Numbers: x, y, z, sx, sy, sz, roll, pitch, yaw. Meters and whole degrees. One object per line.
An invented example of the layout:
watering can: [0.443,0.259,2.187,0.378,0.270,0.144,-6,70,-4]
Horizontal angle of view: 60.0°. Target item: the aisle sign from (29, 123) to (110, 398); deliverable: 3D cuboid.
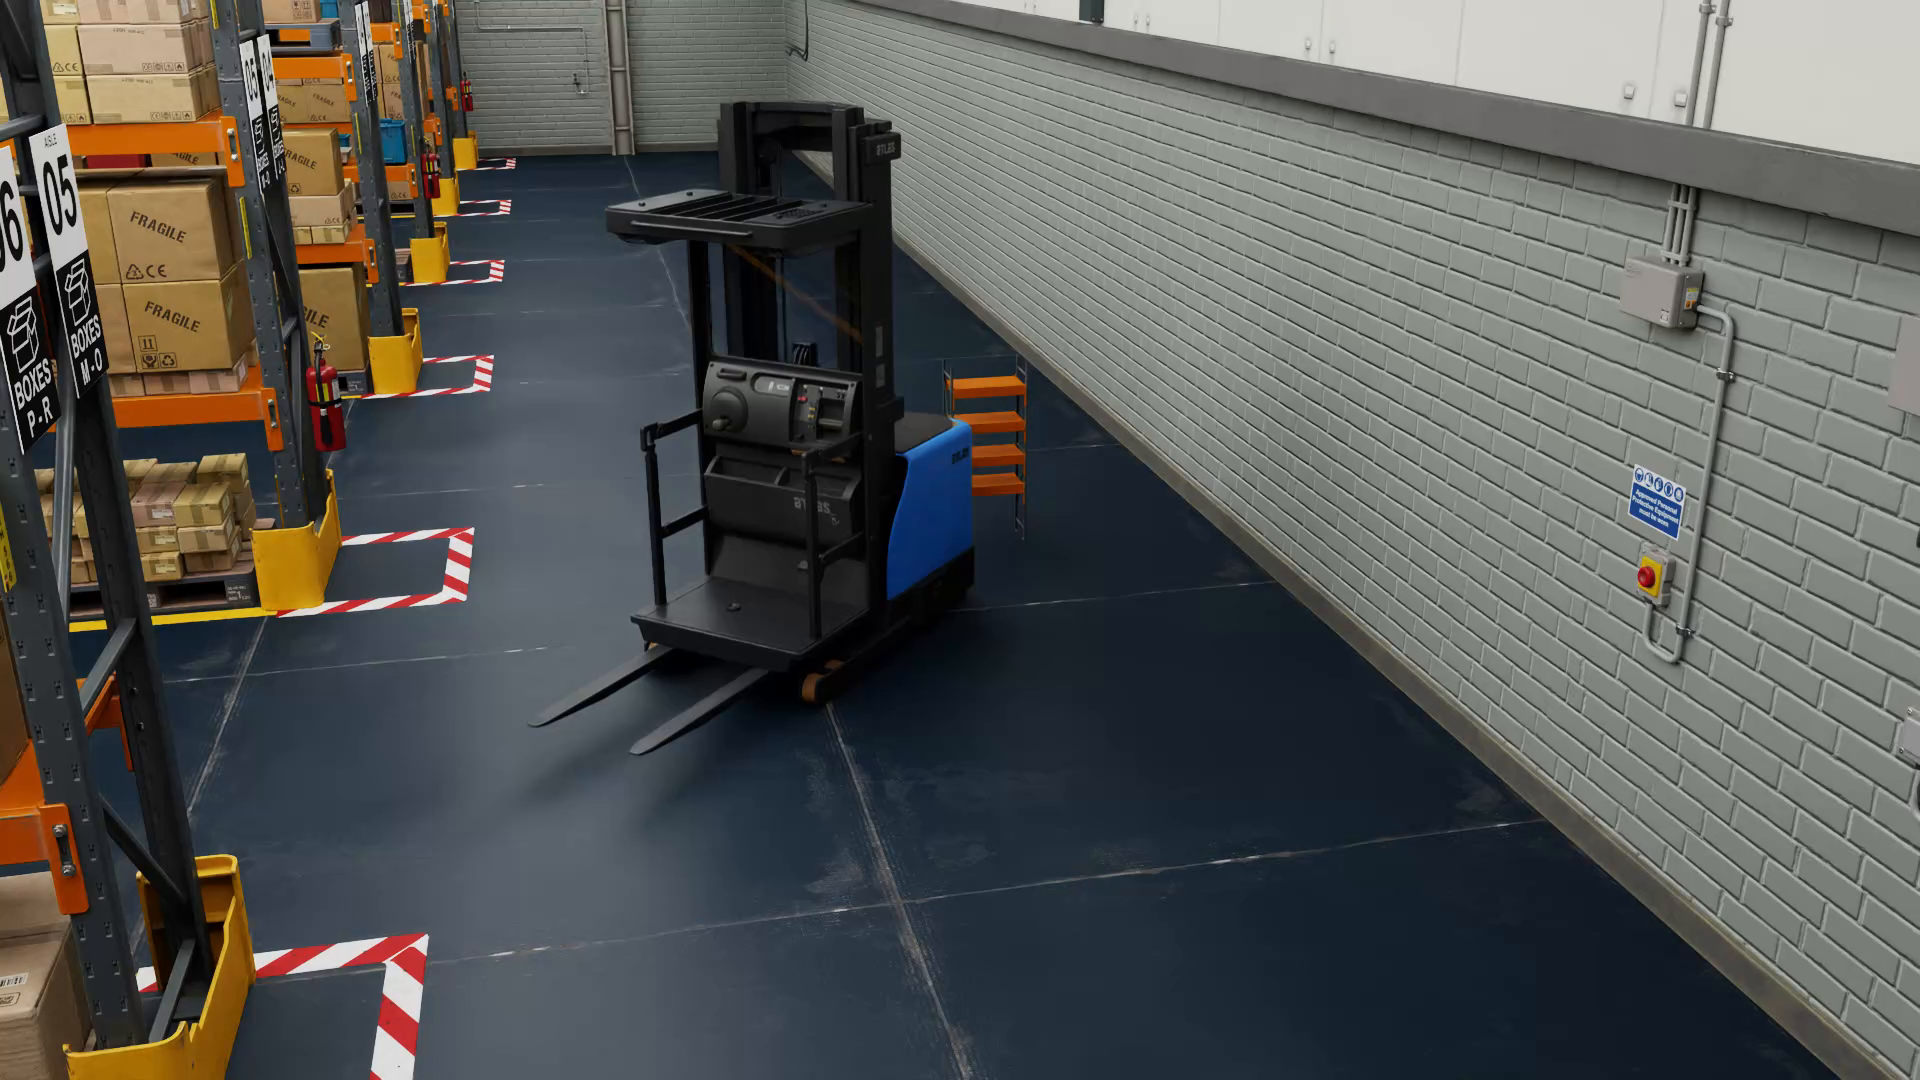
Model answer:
aisle sign: [-2.766,-0.873,5.178,0.004,0.787,0.394,-5,21,-12]

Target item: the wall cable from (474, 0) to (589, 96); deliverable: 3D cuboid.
wall cable: [-7.441,-8.736,28.945,1.851,1.984,0.084,-5,21,-12]

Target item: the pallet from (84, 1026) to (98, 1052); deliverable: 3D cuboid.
pallet: [-3.530,1.849,5.580,1.213,0.211,1.003,-5,21,-12]

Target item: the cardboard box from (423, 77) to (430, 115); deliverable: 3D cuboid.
cardboard box: [-7.818,-6.283,23.581,0.500,0.500,0.500,-4,21,-11]

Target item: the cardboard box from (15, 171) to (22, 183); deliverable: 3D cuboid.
cardboard box: [-5.506,-1.832,9.544,0.500,0.500,0.500,-5,21,-14]

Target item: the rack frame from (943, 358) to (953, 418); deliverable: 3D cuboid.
rack frame: [-0.076,-0.557,10.711,0.015,1.200,0.240,-5,21,-12]

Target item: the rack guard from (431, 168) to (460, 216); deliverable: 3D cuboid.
rack guard: [-7.400,-5.003,23.867,0.348,0.500,1.175,-5,21,-12]

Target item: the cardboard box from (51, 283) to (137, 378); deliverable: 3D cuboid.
cardboard box: [-4.888,-1.225,9.339,0.500,0.500,0.500,-5,21,-13]

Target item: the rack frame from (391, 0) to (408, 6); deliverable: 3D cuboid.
rack frame: [-6.190,-7.342,17.894,0.127,3.000,1.000,-5,21,-12]

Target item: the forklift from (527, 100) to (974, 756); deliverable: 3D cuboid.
forklift: [-1.052,-0.697,8.576,1.130,2.935,3.031,10,23,26]

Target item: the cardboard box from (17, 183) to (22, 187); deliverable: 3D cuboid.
cardboard box: [-5.392,-1.651,9.049,0.500,0.500,0.500,-4,20,-10]

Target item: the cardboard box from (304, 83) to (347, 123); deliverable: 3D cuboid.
cardboard box: [-8.690,-6.024,22.872,0.500,0.500,0.500,-4,21,-12]

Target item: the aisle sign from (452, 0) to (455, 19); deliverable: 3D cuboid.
aisle sign: [-8.330,-8.967,27.273,0.004,0.787,0.394,-5,21,-12]

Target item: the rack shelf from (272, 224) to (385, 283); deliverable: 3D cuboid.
rack shelf: [-6.996,-2.371,14.092,4.000,0.370,1.077,-5,21,-12]

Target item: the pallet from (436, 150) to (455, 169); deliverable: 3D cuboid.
pallet: [-9.230,-6.442,28.214,1.213,0.211,1.003,-5,21,-12]

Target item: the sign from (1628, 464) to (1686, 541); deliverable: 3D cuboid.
sign: [2.761,-0.152,6.595,0.001,0.218,0.327,-5,21,-12]

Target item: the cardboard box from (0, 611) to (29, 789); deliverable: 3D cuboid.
cardboard box: [-3.178,0.530,4.981,0.500,0.500,0.500,-5,21,-12]

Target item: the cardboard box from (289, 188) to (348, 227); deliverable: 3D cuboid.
cardboard box: [-5.461,-2.809,14.028,0.500,0.250,0.500,-5,21,-13]

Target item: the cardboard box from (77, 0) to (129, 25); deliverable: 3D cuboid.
cardboard box: [-4.521,-2.840,8.878,0.250,0.149,0.380,-4,21,-12]

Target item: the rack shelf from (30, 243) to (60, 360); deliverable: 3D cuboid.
rack shelf: [-4.716,-0.462,4.520,4.000,0.370,1.077,-5,21,-12]

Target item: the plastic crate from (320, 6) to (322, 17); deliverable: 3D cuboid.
plastic crate: [-7.084,-5.660,17.973,0.336,0.188,0.450,-5,21,-12]

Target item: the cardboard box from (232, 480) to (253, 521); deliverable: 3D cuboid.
cardboard box: [-4.576,-0.241,10.334,0.250,0.149,0.380,-4,20,-10]

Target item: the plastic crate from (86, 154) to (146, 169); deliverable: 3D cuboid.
plastic crate: [-9.156,-4.253,18.004,0.583,0.464,0.402,-5,21,-12]

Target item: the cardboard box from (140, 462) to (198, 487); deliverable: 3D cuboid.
cardboard box: [-4.836,-0.347,10.190,0.250,0.149,0.380,-4,21,-11]

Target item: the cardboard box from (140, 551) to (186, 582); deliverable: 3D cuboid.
cardboard box: [-4.698,0.108,9.812,0.250,0.149,0.380,-4,20,-11]

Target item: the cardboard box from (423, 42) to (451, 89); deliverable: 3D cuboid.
cardboard box: [-8.964,-7.938,27.808,0.700,0.700,0.980,-4,20,-10]

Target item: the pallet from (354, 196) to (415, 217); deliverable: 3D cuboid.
pallet: [-8.176,-4.804,23.743,1.213,0.211,1.003,-5,21,-12]

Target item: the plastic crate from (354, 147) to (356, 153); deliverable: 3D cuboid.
plastic crate: [-6.837,-4.522,19.215,0.298,0.136,0.250,-5,21,-12]

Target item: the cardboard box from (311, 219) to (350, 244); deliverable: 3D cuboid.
cardboard box: [-5.321,-2.611,14.065,0.250,0.149,0.380,-4,21,-11]

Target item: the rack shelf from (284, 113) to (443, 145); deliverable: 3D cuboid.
rack shelf: [-9.272,-5.687,23.145,4.000,0.370,1.077,-5,21,-12]

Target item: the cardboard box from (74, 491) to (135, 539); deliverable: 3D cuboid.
cardboard box: [-4.944,-0.146,9.642,0.250,0.149,0.380,-5,21,-14]

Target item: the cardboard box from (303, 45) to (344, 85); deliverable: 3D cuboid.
cardboard box: [-8.691,-6.490,22.690,0.500,0.500,0.500,-4,21,-11]

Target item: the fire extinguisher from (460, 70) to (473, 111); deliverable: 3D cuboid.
fire extinguisher: [-8.217,-7.487,27.667,0.183,0.674,0.296,-5,21,-12]

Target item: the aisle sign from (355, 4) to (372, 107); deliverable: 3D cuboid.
aisle sign: [-4.911,-3.993,13.694,0.004,0.787,0.394,-5,21,-12]

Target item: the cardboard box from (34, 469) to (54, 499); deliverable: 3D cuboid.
cardboard box: [-5.605,-0.304,10.072,0.250,0.149,0.380,-4,20,-10]

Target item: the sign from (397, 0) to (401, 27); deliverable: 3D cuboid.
sign: [-6.047,-5.701,17.929,0.005,0.325,0.100,-5,21,-12]

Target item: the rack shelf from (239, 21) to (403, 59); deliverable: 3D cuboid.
rack shelf: [-8.136,-5.437,18.102,4.000,0.370,1.077,-5,21,-12]

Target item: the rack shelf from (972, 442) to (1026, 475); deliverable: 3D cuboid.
rack shelf: [0.161,-0.513,10.787,0.480,0.148,0.258,-5,21,-12]

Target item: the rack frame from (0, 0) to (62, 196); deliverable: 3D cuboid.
rack frame: [-2.770,-2.367,4.313,0.127,3.000,1.000,-5,21,-12]

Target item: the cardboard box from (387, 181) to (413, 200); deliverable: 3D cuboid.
cardboard box: [-7.798,-5.091,23.465,0.500,0.500,0.500,-5,21,-12]

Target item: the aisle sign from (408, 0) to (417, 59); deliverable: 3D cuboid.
aisle sign: [-6.188,-5.851,18.766,0.004,0.787,0.394,-5,21,-12]

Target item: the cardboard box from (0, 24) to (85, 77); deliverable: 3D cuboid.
cardboard box: [-4.894,-2.609,8.826,0.500,0.250,0.500,-5,21,-14]

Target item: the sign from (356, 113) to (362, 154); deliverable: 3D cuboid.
sign: [-4.939,-3.339,13.661,0.005,0.325,0.100,-5,21,-12]

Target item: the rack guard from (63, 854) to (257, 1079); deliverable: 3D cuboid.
rack guard: [-2.746,1.622,5.780,0.348,0.500,1.175,-5,21,-12]

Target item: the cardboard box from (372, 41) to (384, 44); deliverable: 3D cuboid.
cardboard box: [-8.325,-6.709,23.289,0.500,0.500,0.500,-4,21,-12]

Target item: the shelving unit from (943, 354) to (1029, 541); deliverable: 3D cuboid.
shelving unit: [0.161,-0.576,10.764,0.503,1.200,0.258,-5,21,-12]

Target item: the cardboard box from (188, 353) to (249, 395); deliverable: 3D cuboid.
cardboard box: [-4.259,-0.960,9.560,0.250,0.149,0.380,-5,21,-12]

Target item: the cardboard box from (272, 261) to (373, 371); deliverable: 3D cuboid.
cardboard box: [-5.654,-1.989,14.482,0.875,0.875,0.875,-5,21,-12]

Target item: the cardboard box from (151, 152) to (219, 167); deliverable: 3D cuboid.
cardboard box: [-6.569,-3.258,14.163,0.500,0.500,0.500,-5,21,-14]

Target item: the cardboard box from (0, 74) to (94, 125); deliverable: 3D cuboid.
cardboard box: [-4.884,-2.369,8.899,0.500,0.250,0.500,-5,21,-12]

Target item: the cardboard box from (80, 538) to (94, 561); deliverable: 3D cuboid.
cardboard box: [-4.960,-0.018,9.724,0.250,0.149,0.380,-6,21,-15]

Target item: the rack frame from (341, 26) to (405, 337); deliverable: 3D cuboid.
rack frame: [-5.050,-2.867,14.400,0.127,3.000,1.000,-5,21,-12]

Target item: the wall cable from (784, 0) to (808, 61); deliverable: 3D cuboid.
wall cable: [-2.883,-9.528,28.377,0.112,2.526,3.097,-5,21,-12]

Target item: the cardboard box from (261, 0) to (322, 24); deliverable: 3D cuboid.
cardboard box: [-5.544,-4.507,13.616,0.500,0.500,0.700,-6,21,-16]

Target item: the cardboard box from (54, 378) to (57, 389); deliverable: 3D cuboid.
cardboard box: [-4.994,-0.900,9.397,0.250,0.149,0.380,-4,21,-11]
